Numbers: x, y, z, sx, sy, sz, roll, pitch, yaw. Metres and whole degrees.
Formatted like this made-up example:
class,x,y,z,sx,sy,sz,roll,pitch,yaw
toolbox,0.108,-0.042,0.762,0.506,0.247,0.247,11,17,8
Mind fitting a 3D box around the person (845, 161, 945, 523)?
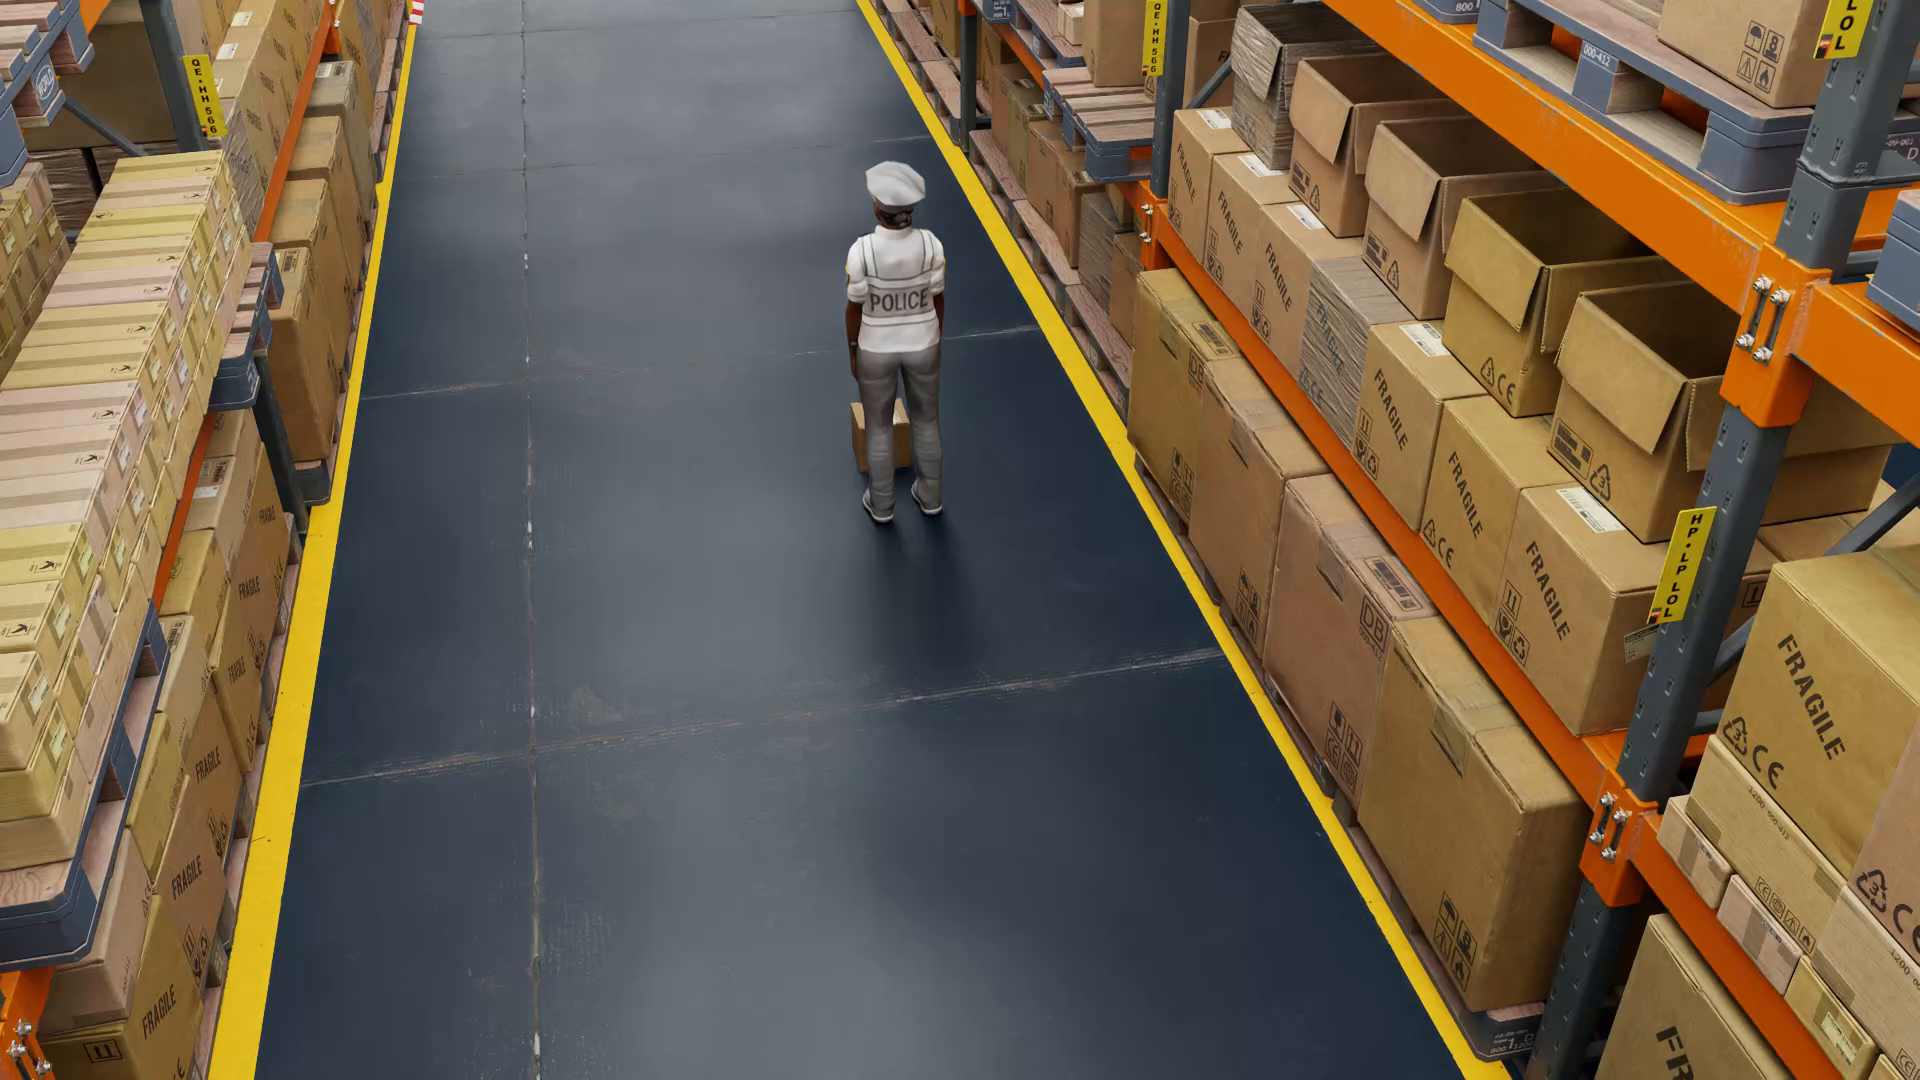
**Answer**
class,x,y,z,sx,sy,sz,roll,pitch,yaw
person,-0.285,-0.846,7.321,0.440,1.697,0.350,-7,35,-10
